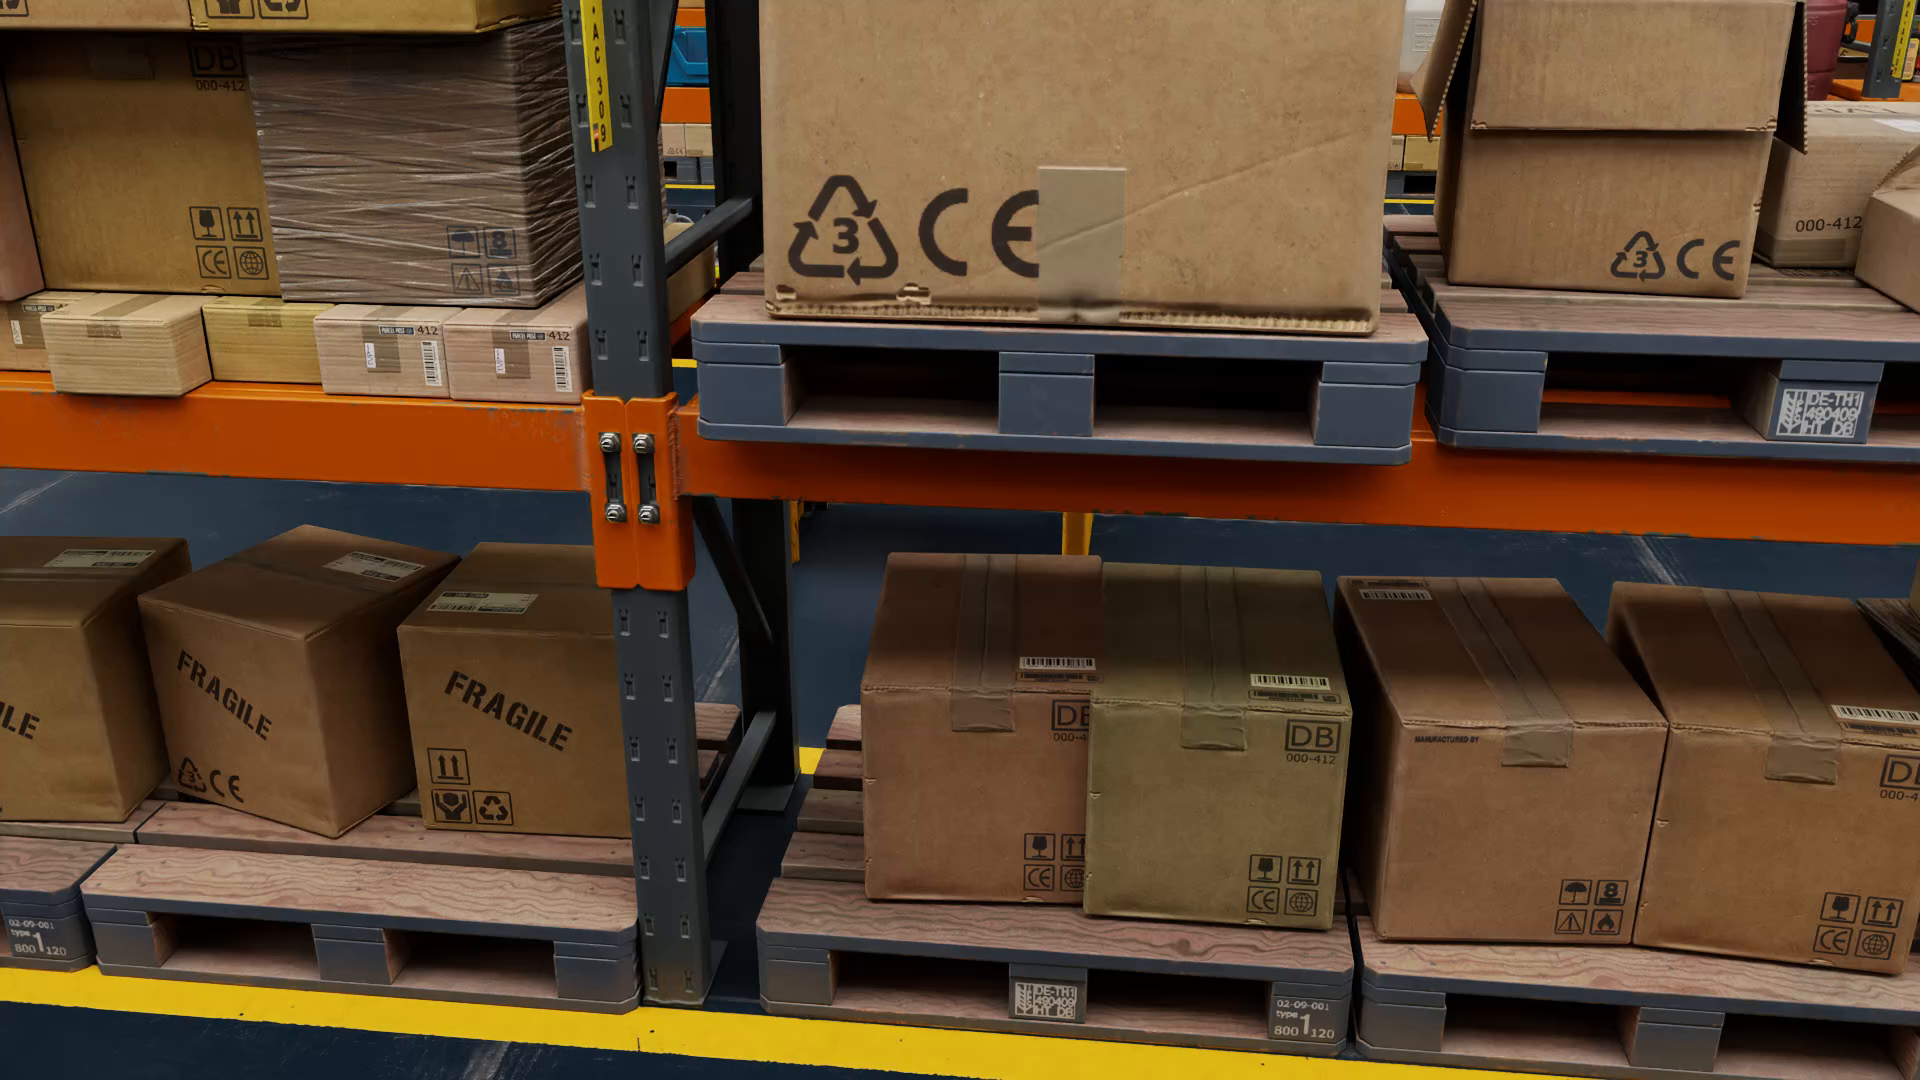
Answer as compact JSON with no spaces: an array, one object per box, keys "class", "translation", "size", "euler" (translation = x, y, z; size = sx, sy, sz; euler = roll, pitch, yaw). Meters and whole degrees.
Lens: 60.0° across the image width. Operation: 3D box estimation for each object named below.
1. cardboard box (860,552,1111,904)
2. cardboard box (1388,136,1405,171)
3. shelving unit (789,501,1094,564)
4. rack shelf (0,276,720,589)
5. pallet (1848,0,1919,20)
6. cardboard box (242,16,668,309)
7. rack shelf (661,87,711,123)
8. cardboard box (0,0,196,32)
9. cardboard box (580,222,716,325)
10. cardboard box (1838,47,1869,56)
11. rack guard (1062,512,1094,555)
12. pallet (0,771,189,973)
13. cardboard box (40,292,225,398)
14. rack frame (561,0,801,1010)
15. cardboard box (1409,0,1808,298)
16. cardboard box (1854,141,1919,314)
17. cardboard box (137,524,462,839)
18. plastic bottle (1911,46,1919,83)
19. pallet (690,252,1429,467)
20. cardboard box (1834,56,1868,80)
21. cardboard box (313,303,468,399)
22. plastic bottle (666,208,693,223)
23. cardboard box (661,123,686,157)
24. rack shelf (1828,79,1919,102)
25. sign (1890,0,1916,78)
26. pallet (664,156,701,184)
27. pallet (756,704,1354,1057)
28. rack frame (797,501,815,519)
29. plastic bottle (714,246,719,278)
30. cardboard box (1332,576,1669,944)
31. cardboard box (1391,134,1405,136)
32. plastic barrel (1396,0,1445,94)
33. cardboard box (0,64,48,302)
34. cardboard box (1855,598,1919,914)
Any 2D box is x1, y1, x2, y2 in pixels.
[{"class":"cardboard box","translation":[0.067,0.391,3.672],"size":[0.500,0.500,0.700],"euler":[1,22,2]},{"class":"cardboard box","translation":[3.039,-2.939,12.462],"size":[0.500,0.250,0.500],"euler":[3,22,8]},{"class":"shelving unit","translation":[-0.076,-0.701,5.672],"size":[1.083,1.500,0.587],"euler":[2,22,6]},{"class":"rack shelf","translation":[-2.526,-0.353,3.732],"size":[4.000,0.370,1.077],"euler":[2,22,6]},{"class":"pallet","translation":[6.533,-3.873,11.918],"size":[1.213,0.211,1.003],"euler":[2,22,6]},{"class":"cardboard box","translation":[-0.980,-0.828,3.414],"size":[0.500,0.500,0.875],"euler":[2,22,6]},{"class":"rack shelf","translation":[-1.943,-2.162,8.306],"size":[4.000,0.370,1.077],"euler":[2,22,6]},{"class":"cardboard box","translation":[-1.516,-1.191,2.972],"size":[0.500,0.500,0.500],"euler":[2,22,6]},{"class":"cardboard box","translation":[-0.718,-0.603,3.728],"size":[0.250,0.149,0.380],"euler":[2,22,6]},{"class":"cardboard box","translation":[8.492,-4.857,16.497],"size":[0.750,0.750,0.750],"euler":[3,22,7]},{"class":"rack guard","translation":[0.419,-0.098,5.848],"size":[0.087,0.250,0.587],"euler":[2,22,6]},{"class":"pallet","translation":[-2.426,0.628,4.065],"size":[1.213,0.211,1.003],"euler":[2,22,6]},{"class":"cardboard box","translation":[-1.538,-0.403,3.222],"size":[0.250,0.149,0.380],"euler":[2,22,6]},{"class":"rack frame","translation":[-0.540,-0.601,3.381],"size":[0.127,3.000,1.000],"euler":[2,22,6]},{"class":"cardboard box","translation":[1.192,-0.803,3.180],"size":[0.637,0.503,0.797],"euler":[5,22,12]},{"class":"cardboard box","translation":[1.744,-0.534,2.823],"size":[0.258,0.266,0.396],"euler":[2,22,5]},{"class":"cardboard box","translation":[-1.502,0.312,3.899],"size":[0.500,0.500,0.500],"euler":[10,24,23]},{"class":"plastic bottle","translation":[4.579,-2.271,7.874],"size":[0.097,0.201,0.097],"euler":[0,22,0]},{"class":"pallet","translation":[0.202,-0.426,3.198],"size":[1.213,0.211,1.003],"euler":[2,22,6]},{"class":"cardboard box","translation":[6.631,-3.437,12.336],"size":[0.500,0.250,0.500],"euler":[2,22,5]},{"class":"cardboard box","translation":[-1.035,-0.401,3.215],"size":[0.250,0.149,0.380],"euler":[2,22,6]},{"class":"plastic bottle","translation":[-1.504,-1.603,8.920],"size":[0.185,0.351,0.144],"euler":[3,22,9]},{"class":"cardboard box","translation":[-2.339,-3.183,13.079],"size":[0.500,0.250,0.500],"euler":[2,22,6]},{"class":"rack shelf","translation":[6.001,-1.815,7.430],"size":[4.000,0.370,1.077],"euler":[2,22,6]},{"class":"sign","translation":[3.957,-2.111,6.978],"size":[0.005,0.325,0.100],"euler":[2,22,6]},{"class":"pallet","translation":[-2.578,-3.076,13.434],"size":[1.213,0.211,1.003],"euler":[2,22,6]},{"class":"pallet","translation":[0.233,0.729,3.809],"size":[1.213,0.211,1.003],"euler":[2,22,6]},{"class":"rack frame","translation":[-0.590,-0.723,5.729],"size":[0.032,1.500,0.500],"euler":[2,22,6]},{"class":"plastic bottle","translation":[-1.142,-1.327,8.221],"size":[0.185,0.351,0.144],"euler":[2,22,6]},{"class":"cardboard box","translation":[1.094,0.443,3.542],"size":[0.500,0.500,0.700],"euler":[1,22,2]},{"class":"cardboard box","translation":[3.035,-3.198,12.355],"size":[0.500,0.311,0.500],"euler":[2,22,6]},{"class":"plastic barrel","translation":[2.125,-2.301,7.495],"size":[0.433,0.535,0.433],"euler":[0,22,0]},{"class":"cardboard box","translation":[-1.980,-0.847,3.463],"size":[0.500,0.500,0.875],"euler":[2,22,6]},{"class":"cardboard box","translation":[2.212,0.489,3.425],"size":[0.500,0.500,0.700],"euler":[1,22,2]}]
